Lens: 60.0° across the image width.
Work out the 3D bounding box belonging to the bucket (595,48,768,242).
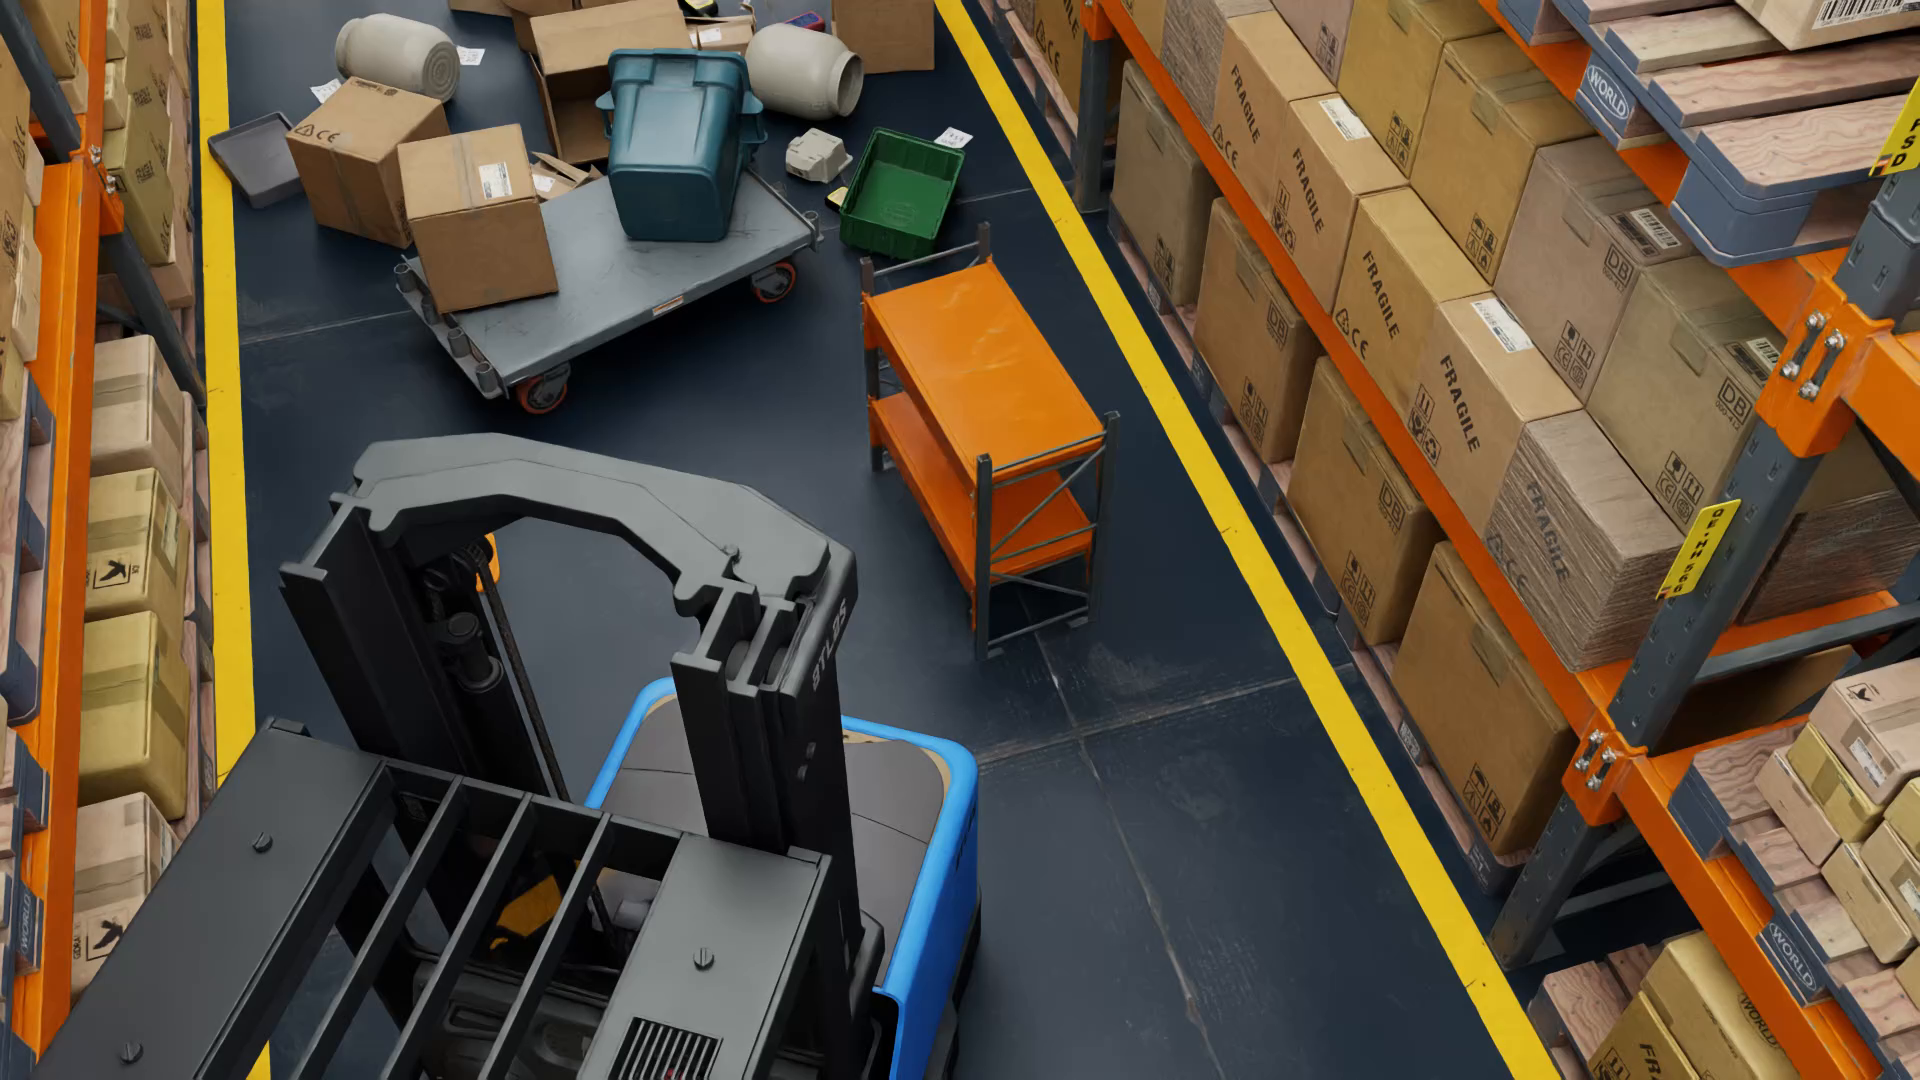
[{"bbox_3d":[-1.212,-1.663,7.127,0.726,0.611,0.620,2,60,2],"label":"bucket"}]

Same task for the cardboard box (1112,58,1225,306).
[{"bbox_3d":[1.300,-1.627,7.147,1.050,0.750,0.750,-14,51,-11],"label":"cardboard box"}]

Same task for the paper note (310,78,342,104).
[{"bbox_3d":[-3.202,-2.283,8.444,0.142,0.019,0.148,-30,56,-23],"label":"paper note"}]

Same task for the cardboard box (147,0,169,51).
[{"bbox_3d":[-4.065,-2.593,7.797,0.500,0.500,0.500,-14,51,-12],"label":"cardboard box"}]

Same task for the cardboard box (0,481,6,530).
[{"bbox_3d":[-2.836,-0.061,4.519,0.380,0.149,0.250,-12,51,-10],"label":"cardboard box"}]

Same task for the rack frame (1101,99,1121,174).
[{"bbox_3d":[1.033,-2.651,6.813,0.949,2.616,0.053,-13,51,-11],"label":"rack frame"}]

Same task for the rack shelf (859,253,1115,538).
[{"bbox_3d":[0.081,-0.530,5.853,0.538,0.278,1.000,-19,54,-15],"label":"rack shelf"}]

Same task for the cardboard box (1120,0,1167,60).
[{"bbox_3d":[0.929,-2.238,6.399,0.500,0.500,0.500,-13,51,-11],"label":"cardboard box"}]

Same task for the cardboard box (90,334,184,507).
[{"bbox_3d":[-3.511,-0.363,6.328,0.950,0.372,0.625,-13,51,-11],"label":"cardboard box"}]

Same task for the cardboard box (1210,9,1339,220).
[{"bbox_3d":[1.224,-1.503,5.780,0.500,0.500,0.500,-14,51,-11],"label":"cardboard box"}]

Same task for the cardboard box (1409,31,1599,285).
[{"bbox_3d":[1.785,-1.157,4.834,0.700,0.500,0.500,-14,51,-12],"label":"cardboard box"}]

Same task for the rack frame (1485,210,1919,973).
[{"bbox_3d":[2.213,0.271,4.349,1.000,3.000,0.127,-13,51,-11],"label":"rack frame"}]

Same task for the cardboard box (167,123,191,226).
[{"bbox_3d":[-3.754,-1.586,7.438,0.500,0.250,0.500,-11,51,-9],"label":"cardboard box"}]

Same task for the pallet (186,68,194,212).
[{"bbox_3d":[-4.265,-1.934,8.032,1.003,0.211,1.213,-13,51,-11],"label":"pallet"}]

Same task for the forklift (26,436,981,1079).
[{"bbox_3d":[-0.819,1.343,3.548,1.129,2.843,3.031,12,51,10],"label":"forklift"}]

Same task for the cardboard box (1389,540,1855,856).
[{"bbox_3d":[2.119,0.396,5.441,1.050,0.750,0.750,-14,51,-11],"label":"cardboard box"}]

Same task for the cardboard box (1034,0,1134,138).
[{"bbox_3d":[0.911,-2.576,7.864,0.875,0.875,0.875,-13,51,-10],"label":"cardboard box"}]

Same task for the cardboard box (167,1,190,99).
[{"bbox_3d":[-4.050,-2.337,8.072,0.500,0.250,0.500,-15,51,-12],"label":"cardboard box"}]

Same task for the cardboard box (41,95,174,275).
[{"bbox_3d":[-3.585,-1.440,6.825,0.500,0.500,0.500,-11,51,-9],"label":"cardboard box"}]

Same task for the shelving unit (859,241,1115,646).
[{"bbox_3d":[0.081,-0.346,6.081,0.538,0.981,1.030,-19,54,-15],"label":"shelving unit"}]

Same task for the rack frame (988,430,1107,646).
[{"bbox_3d":[0.285,0.017,5.791,0.475,0.981,0.013,-19,54,-15],"label":"rack frame"}]

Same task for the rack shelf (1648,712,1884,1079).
[{"bbox_3d":[2.805,1.878,3.291,0.919,0.052,3.809,-13,51,-11],"label":"rack shelf"}]

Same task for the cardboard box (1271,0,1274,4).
[{"bbox_3d":[1.337,-2.268,5.771,0.700,0.500,0.500,-14,51,-12],"label":"cardboard box"}]

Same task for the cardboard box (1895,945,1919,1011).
[{"bbox_3d":[2.312,0.982,3.639,0.380,0.149,0.250,-11,51,-9],"label":"cardboard box"}]

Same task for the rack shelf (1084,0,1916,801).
[{"bbox_3d":[1.622,-0.958,5.856,1.077,0.370,4.000,-13,51,-11],"label":"rack shelf"}]

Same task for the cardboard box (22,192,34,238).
[{"bbox_3d":[-3.192,-1.002,5.312,0.380,0.149,0.250,-15,51,-12],"label":"cardboard box"}]

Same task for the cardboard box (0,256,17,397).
[{"bbox_3d":[-3.018,-0.695,4.629,0.500,0.500,0.500,-12,51,-10],"label":"cardboard box"}]

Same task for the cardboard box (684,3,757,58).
[{"bbox_3d":[-1.238,-2.608,8.565,0.396,0.266,0.258,-6,50,-5],"label":"cardboard box"}]

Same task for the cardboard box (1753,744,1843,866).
[{"bbox_3d":[2.153,0.589,3.971,0.380,0.149,0.250,-14,51,-11],"label":"cardboard box"}]

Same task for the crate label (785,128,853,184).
[{"bbox_3d":[-0.698,-1.854,8.013,0.250,0.136,0.298,26,55,20],"label":"crate label"}]

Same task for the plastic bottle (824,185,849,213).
[{"bbox_3d":[-0.493,-1.564,7.818,0.283,0.061,0.133,35,58,26],"label":"plastic bottle"}]

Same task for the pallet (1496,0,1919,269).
[{"bbox_3d":[1.972,-1.093,3.661,1.213,0.211,1.003,-11,51,-9],"label":"pallet"}]

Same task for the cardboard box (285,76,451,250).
[{"bbox_3d":[-2.686,-1.743,7.680,0.500,0.500,0.500,18,52,14],"label":"cardboard box"}]

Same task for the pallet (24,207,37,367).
[{"bbox_3d":[-3.581,-0.804,5.381,1.003,0.211,1.213,-13,51,-11],"label":"pallet"}]

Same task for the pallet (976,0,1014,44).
[{"bbox_3d":[0.516,-3.217,9.114,1.003,0.211,1.213,-13,51,-11],"label":"pallet"}]

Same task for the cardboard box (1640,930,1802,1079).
[{"bbox_3d":[2.186,1.258,4.387,0.500,0.250,0.500,-15,52,-13],"label":"cardboard box"}]

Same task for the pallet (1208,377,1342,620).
[{"bbox_3d":[-0.315,1.322,5.287,6.107,0.211,4.108,-13,51,-11],"label":"pallet"}]

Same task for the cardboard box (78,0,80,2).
[{"bbox_3d":[-3.727,-2.227,6.620,0.380,0.149,0.250,-12,51,-10],"label":"cardboard box"}]
